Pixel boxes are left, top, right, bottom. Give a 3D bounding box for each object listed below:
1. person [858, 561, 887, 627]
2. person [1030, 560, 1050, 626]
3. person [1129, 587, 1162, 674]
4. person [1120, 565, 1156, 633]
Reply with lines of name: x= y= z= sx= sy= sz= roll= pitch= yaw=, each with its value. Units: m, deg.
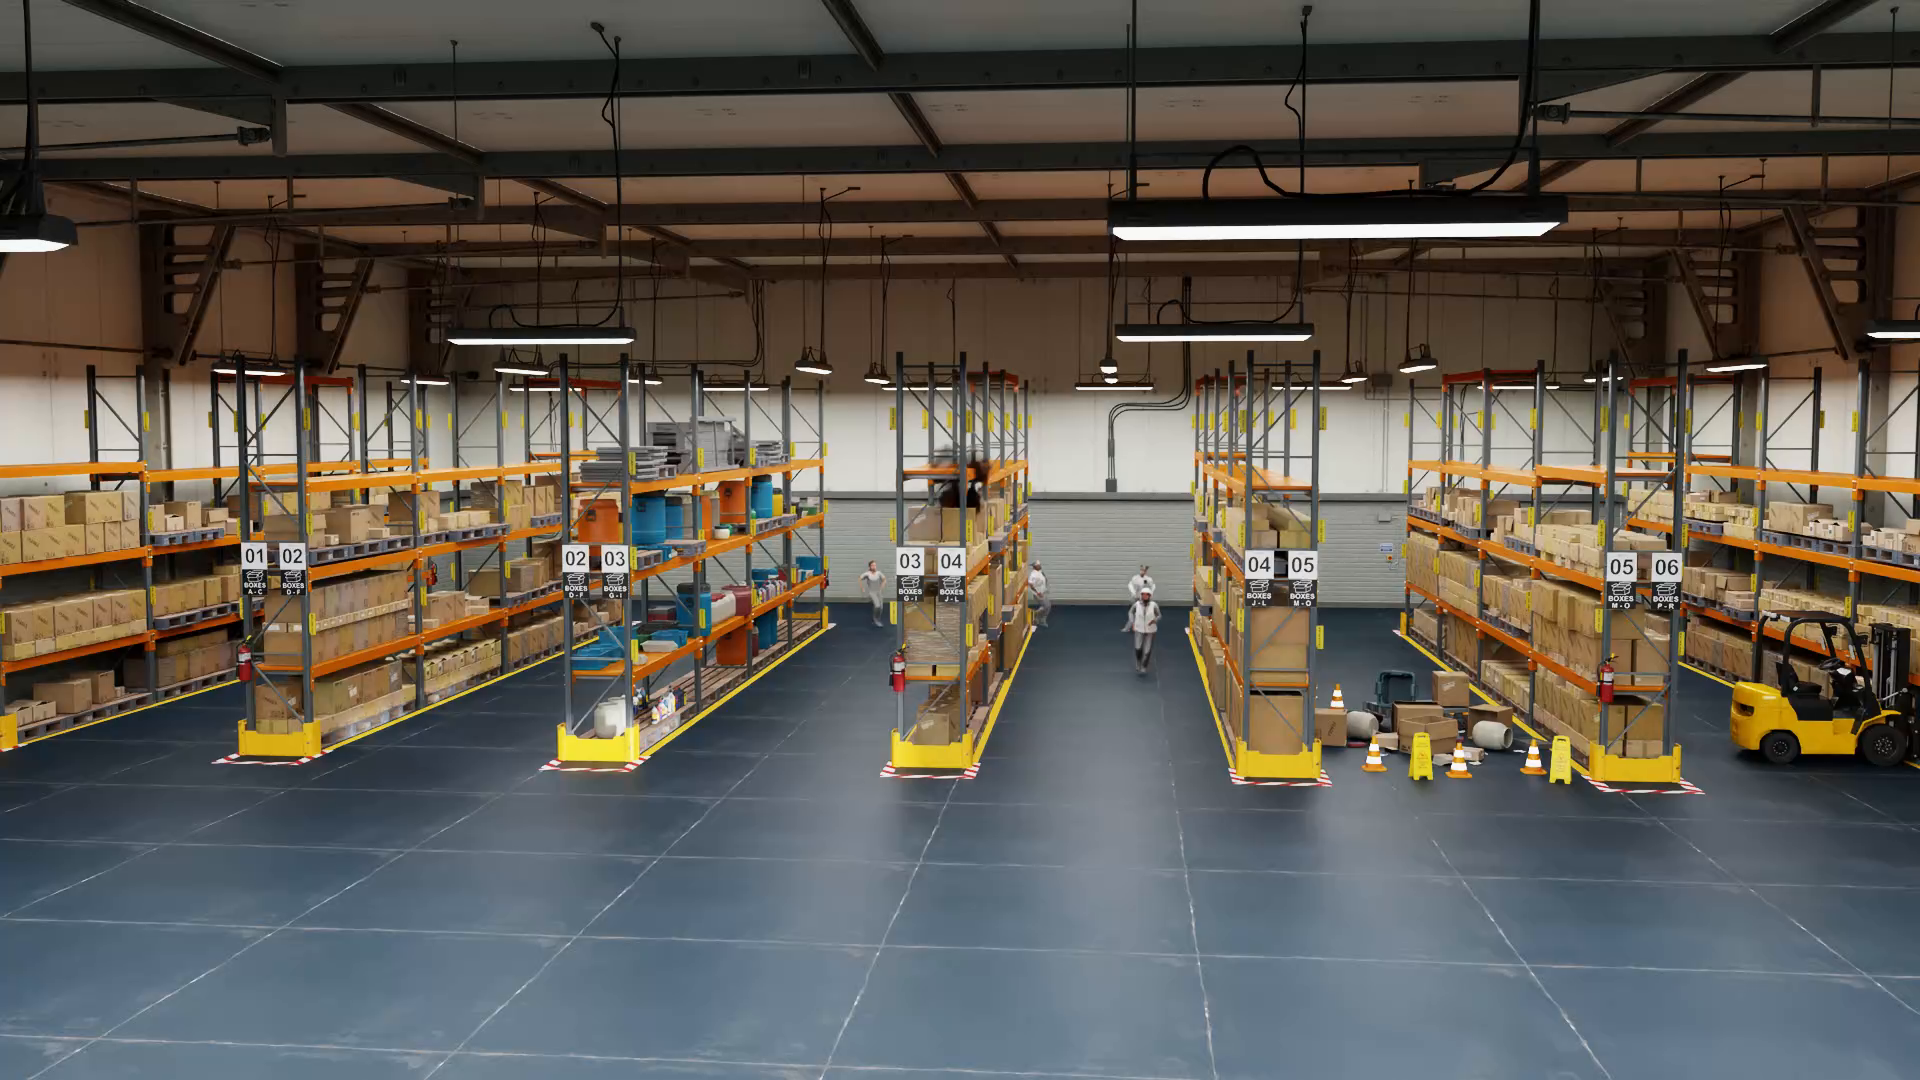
person: x=-2.094 y=1.310 z=40.451 sx=0.646 sy=1.613 sz=0.639 roll=-2 pitch=5 yaw=-28
person: x=1.968 y=1.305 z=40.725 sx=0.500 sy=1.659 sz=0.577 roll=2 pitch=5 yaw=26
person: x=3.654 y=1.797 z=32.846 sx=0.660 sy=1.731 sz=0.631 roll=1 pitch=4 yaw=7
person: x=4.300 y=1.378 z=39.612 sx=0.672 sy=1.614 sz=0.925 roll=2 pitch=5 yaw=31
